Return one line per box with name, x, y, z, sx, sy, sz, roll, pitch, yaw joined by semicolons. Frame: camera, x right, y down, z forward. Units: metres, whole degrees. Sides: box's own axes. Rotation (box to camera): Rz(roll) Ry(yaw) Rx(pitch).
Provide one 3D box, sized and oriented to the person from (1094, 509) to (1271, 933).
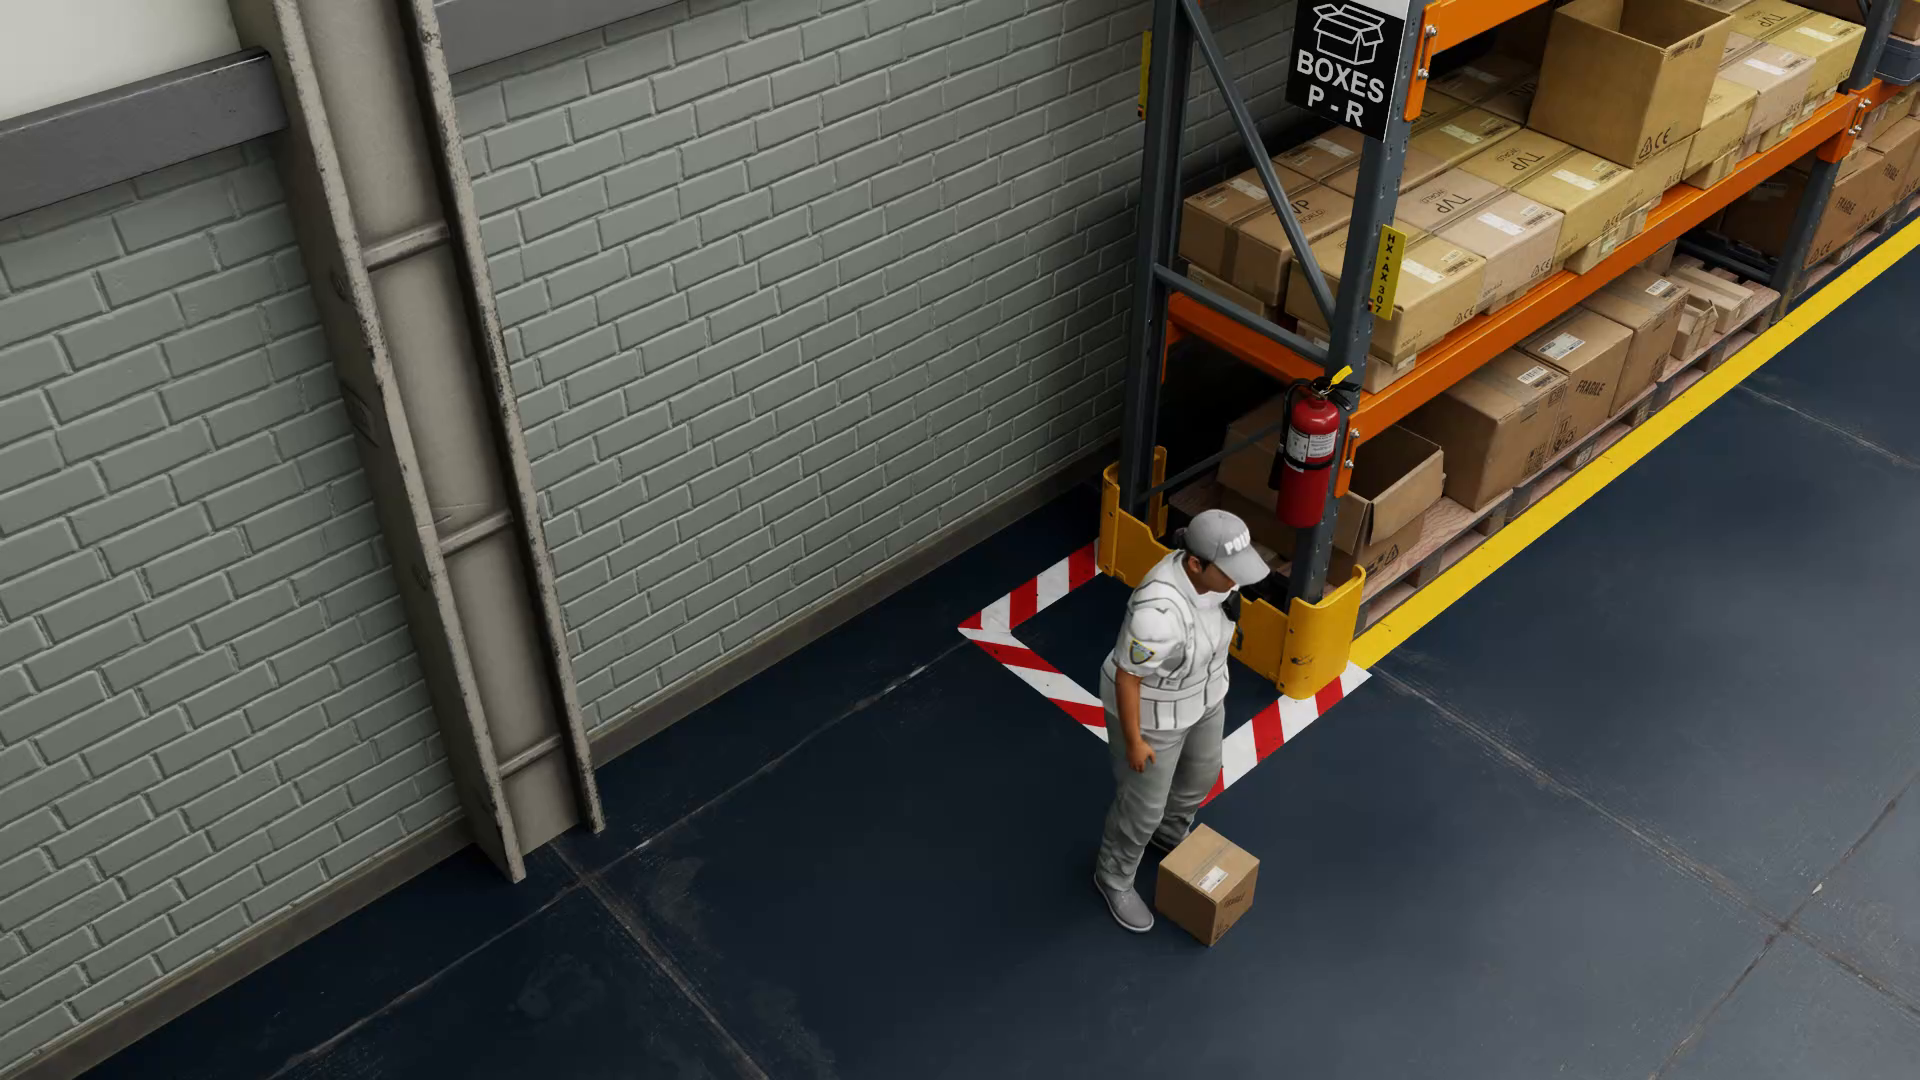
person;0.708;0.560;5.486;0.468;1.665;0.558;32;50;32
